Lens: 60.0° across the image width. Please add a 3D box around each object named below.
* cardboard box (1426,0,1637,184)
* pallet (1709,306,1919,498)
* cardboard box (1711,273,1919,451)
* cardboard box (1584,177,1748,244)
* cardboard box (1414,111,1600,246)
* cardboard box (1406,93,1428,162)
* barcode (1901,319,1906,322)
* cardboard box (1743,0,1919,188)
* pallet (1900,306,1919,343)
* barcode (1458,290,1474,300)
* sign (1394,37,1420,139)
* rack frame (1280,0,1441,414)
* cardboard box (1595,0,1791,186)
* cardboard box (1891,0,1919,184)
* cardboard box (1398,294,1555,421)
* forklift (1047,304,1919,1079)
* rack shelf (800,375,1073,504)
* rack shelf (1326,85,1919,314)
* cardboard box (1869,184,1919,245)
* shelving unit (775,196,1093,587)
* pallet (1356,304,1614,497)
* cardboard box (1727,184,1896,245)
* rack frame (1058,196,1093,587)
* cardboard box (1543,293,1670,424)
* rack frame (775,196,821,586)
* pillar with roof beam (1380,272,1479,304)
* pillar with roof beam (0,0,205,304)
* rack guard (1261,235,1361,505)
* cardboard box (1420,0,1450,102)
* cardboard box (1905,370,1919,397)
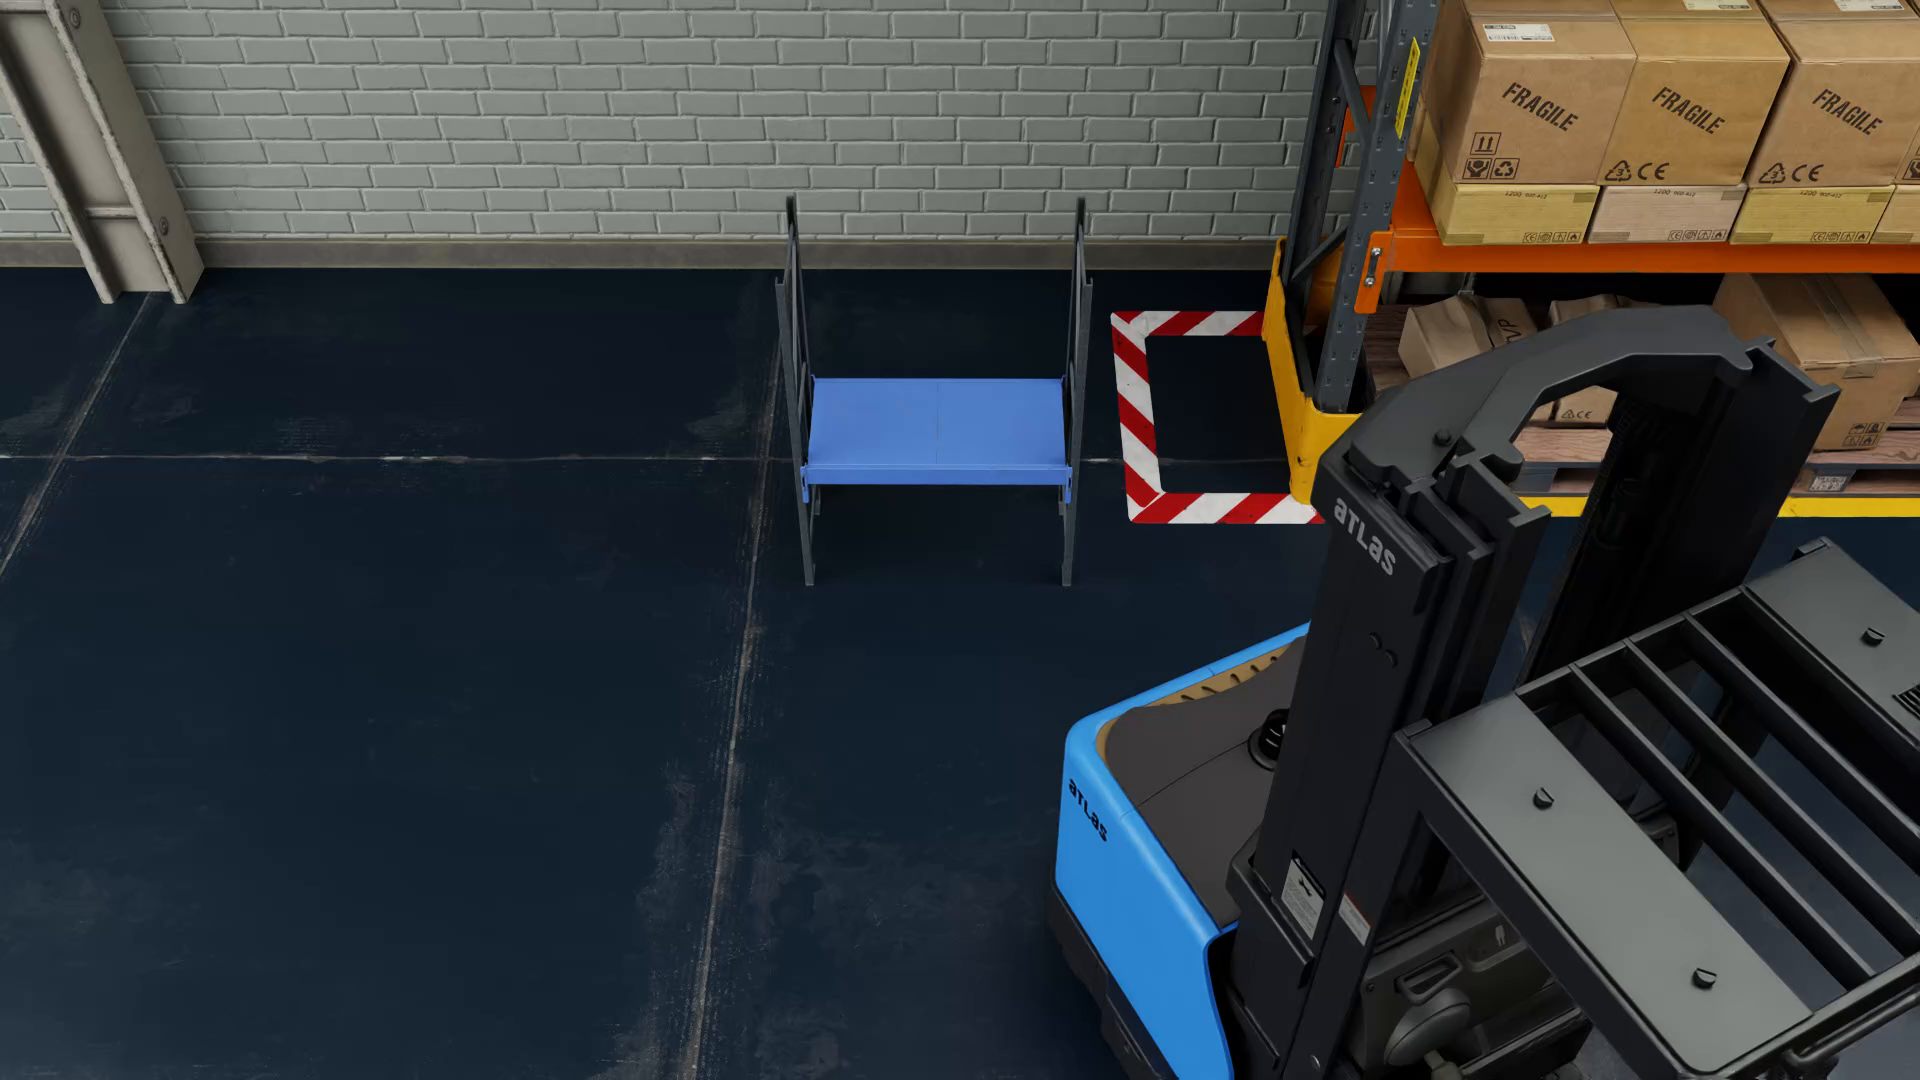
[{"bbox_3d":[1.955,-1.585,5.752,0.500,0.500,0.500,0,47,0],"label":"cardboard box"},{"bbox_3d":[3.584,-0.611,7.174,1.213,0.211,1.003,0,47,0],"label":"pallet"},{"bbox_3d":[3.474,-0.785,6.839,0.500,0.500,0.700,-3,47,-2],"label":"cardboard box"},{"bbox_3d":[2.485,-1.326,6.024,0.500,0.250,0.500,-1,47,-1],"label":"cardboard box"},{"bbox_3d":[1.966,-1.317,6.015,0.500,0.250,0.500,-1,47,-1],"label":"cardboard box"},{"bbox_3d":[1.947,-1.691,6.364,0.500,0.250,0.500,1,47,1],"label":"cardboard box"},{"bbox_3d":[4.009,-0.921,7.129,0.075,0.075,0.001,0,47,0],"label":"barcode"},{"bbox_3d":[2.966,-1.570,5.739,0.500,0.500,0.500,-1,47,-1],"label":"cardboard box"},{"bbox_3d":[4.807,-0.610,7.173,1.213,0.211,1.003,0,47,0],"label":"pallet"},{"bbox_3d":[2.190,-1.057,7.214,0.075,0.075,0.001,0,47,0],"label":"barcode"},{"bbox_3d":[1.477,-1.493,5.499,0.005,0.325,0.100,0,47,0],"label":"sign"},{"bbox_3d":[1.479,-1.595,6.185,0.127,3.000,1.000,0,47,0],"label":"rack frame"},{"bbox_3d":[2.449,-1.576,5.744,0.500,0.500,0.500,0,47,0],"label":"cardboard box"},{"bbox_3d":[3.482,-1.577,5.745,0.500,0.500,0.500,1,47,1],"label":"cardboard box"},{"bbox_3d":[2.170,-0.761,6.945,0.500,0.311,0.500,-5,47,-4],"label":"cardboard box"},{"bbox_3d":[1.408,1.068,3.753,1.130,2.935,3.031,-21,50,-18],"label":"forklift"},{"bbox_3d":[-0.085,-0.389,6.333,1.000,0.185,0.538,0,47,0],"label":"rack shelf"},{"bbox_3d":[3.479,-1.344,6.443,4.000,0.370,1.077,0,47,0],"label":"rack shelf"},{"bbox_3d":[3.500,-1.317,6.015,0.500,0.250,0.500,1,47,1],"label":"cardboard box"},{"bbox_3d":[-0.085,-0.511,6.201,1.048,1.500,0.538,0,47,0],"label":"shelving unit"},{"bbox_3d":[2.367,-0.616,7.179,1.213,0.211,1.003,0,47,0],"label":"pallet"},{"bbox_3d":[2.994,-1.320,6.018,0.500,0.250,0.500,-1,47,0],"label":"cardboard box"},{"bbox_3d":[0.423,-0.510,6.200,0.032,1.500,0.500,0,47,0],"label":"rack frame"},{"bbox_3d":[2.741,-0.759,6.944,0.500,0.311,0.500,4,47,3],"label":"cardboard box"},{"bbox_3d":[-0.594,-0.513,6.203,0.032,1.500,0.500,0,47,0],"label":"rack frame"},{"bbox_3d":[2.166,-1.119,1.644,0.400,9.000,9.100,0,47,0],"label":"pillar with roof beam"},{"bbox_3d":[-3.834,-1.135,1.659,0.400,9.000,9.100,0,47,0],"label":"pillar with roof beam"},{"bbox_3d":[1.555,-0.743,7.100,0.348,0.500,1.175,0,47,0],"label":"rack guard"},{"bbox_3d":[1.951,-1.960,6.102,0.500,0.500,0.500,0,47,0],"label":"cardboard box"},{"bbox_3d":[3.880,-0.781,7.075,0.250,0.149,0.380,-3,47,-3],"label":"cardboard box"}]
